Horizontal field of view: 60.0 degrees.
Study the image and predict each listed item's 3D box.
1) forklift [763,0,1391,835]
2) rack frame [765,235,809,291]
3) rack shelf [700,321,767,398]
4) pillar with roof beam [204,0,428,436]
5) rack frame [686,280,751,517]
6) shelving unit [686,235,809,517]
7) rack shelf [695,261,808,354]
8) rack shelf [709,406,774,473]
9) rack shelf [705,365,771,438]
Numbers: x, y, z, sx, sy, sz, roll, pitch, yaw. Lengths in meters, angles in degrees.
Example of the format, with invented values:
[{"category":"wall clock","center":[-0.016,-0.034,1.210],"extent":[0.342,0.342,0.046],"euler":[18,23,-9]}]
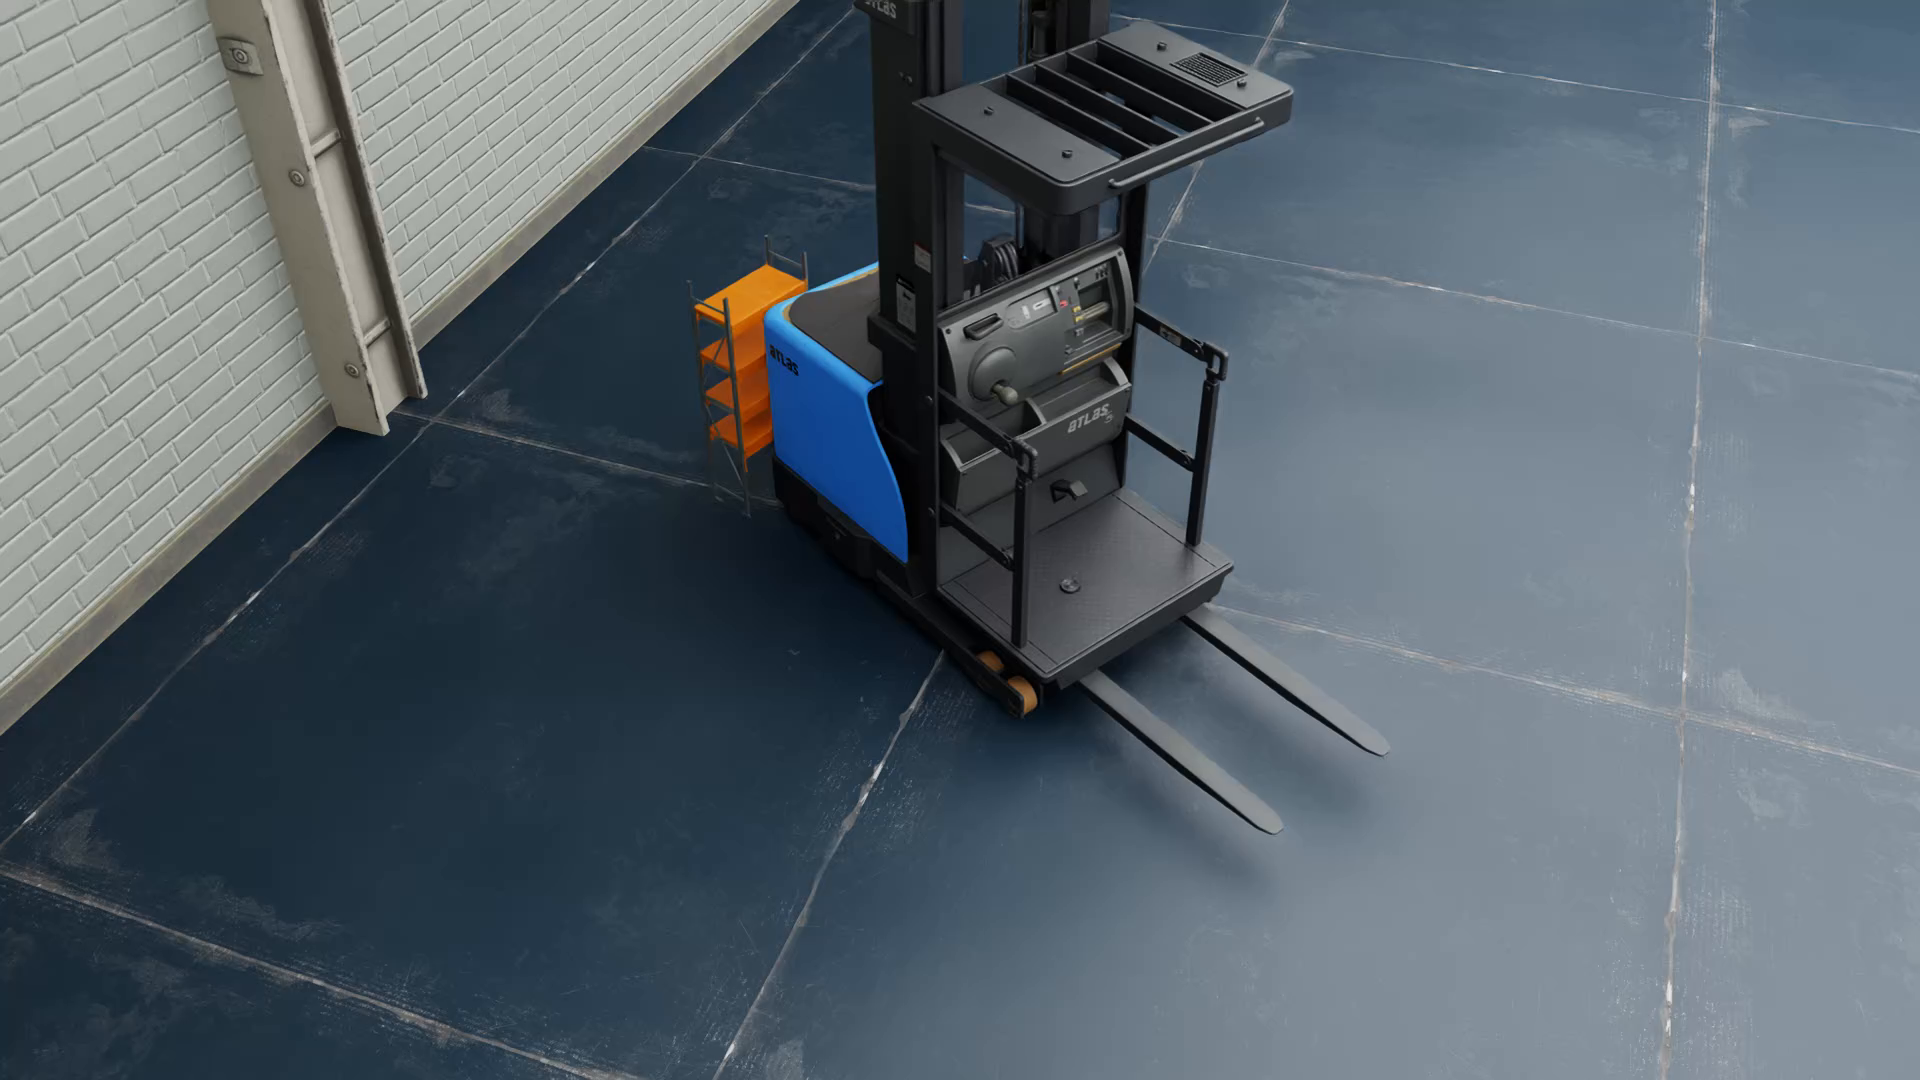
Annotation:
[{"category":"forklift","center":[0.448,-0.761,6.337],"extent":[1.130,2.935,3.031],"euler":[-28,48,-29]},{"category":"rack frame","center":[-0.778,-0.862,7.789],"extent":[0.240,1.200,0.015],"euler":[28,48,28]},{"category":"rack shelf","center":[-0.930,-0.857,7.542],"extent":[0.258,0.148,0.480],"euler":[28,48,28]},{"category":"pillar with roof beam","center":[1.088,-3.141,4.452],"extent":[9.100,9.000,0.400],"euler":[13,42,15]},{"category":"rack frame","center":[-1.083,-0.615,7.499],"extent":[0.240,1.200,0.015],"euler":[28,48,28]},{"category":"shelving unit","center":[-0.931,-0.738,7.644],"extent":[0.258,1.200,0.503],"euler":[28,48,28]},{"category":"rack shelf","center":[-0.930,-1.037,7.388],"extent":[0.258,0.148,0.480],"euler":[28,48,28]},{"category":"rack shelf","center":[-0.931,-0.536,7.817],"extent":[0.258,0.148,0.480],"euler":[28,48,28]},{"category":"rack shelf","center":[-0.931,-0.687,7.688],"extent":[0.258,0.148,0.480],"euler":[28,48,28]}]
